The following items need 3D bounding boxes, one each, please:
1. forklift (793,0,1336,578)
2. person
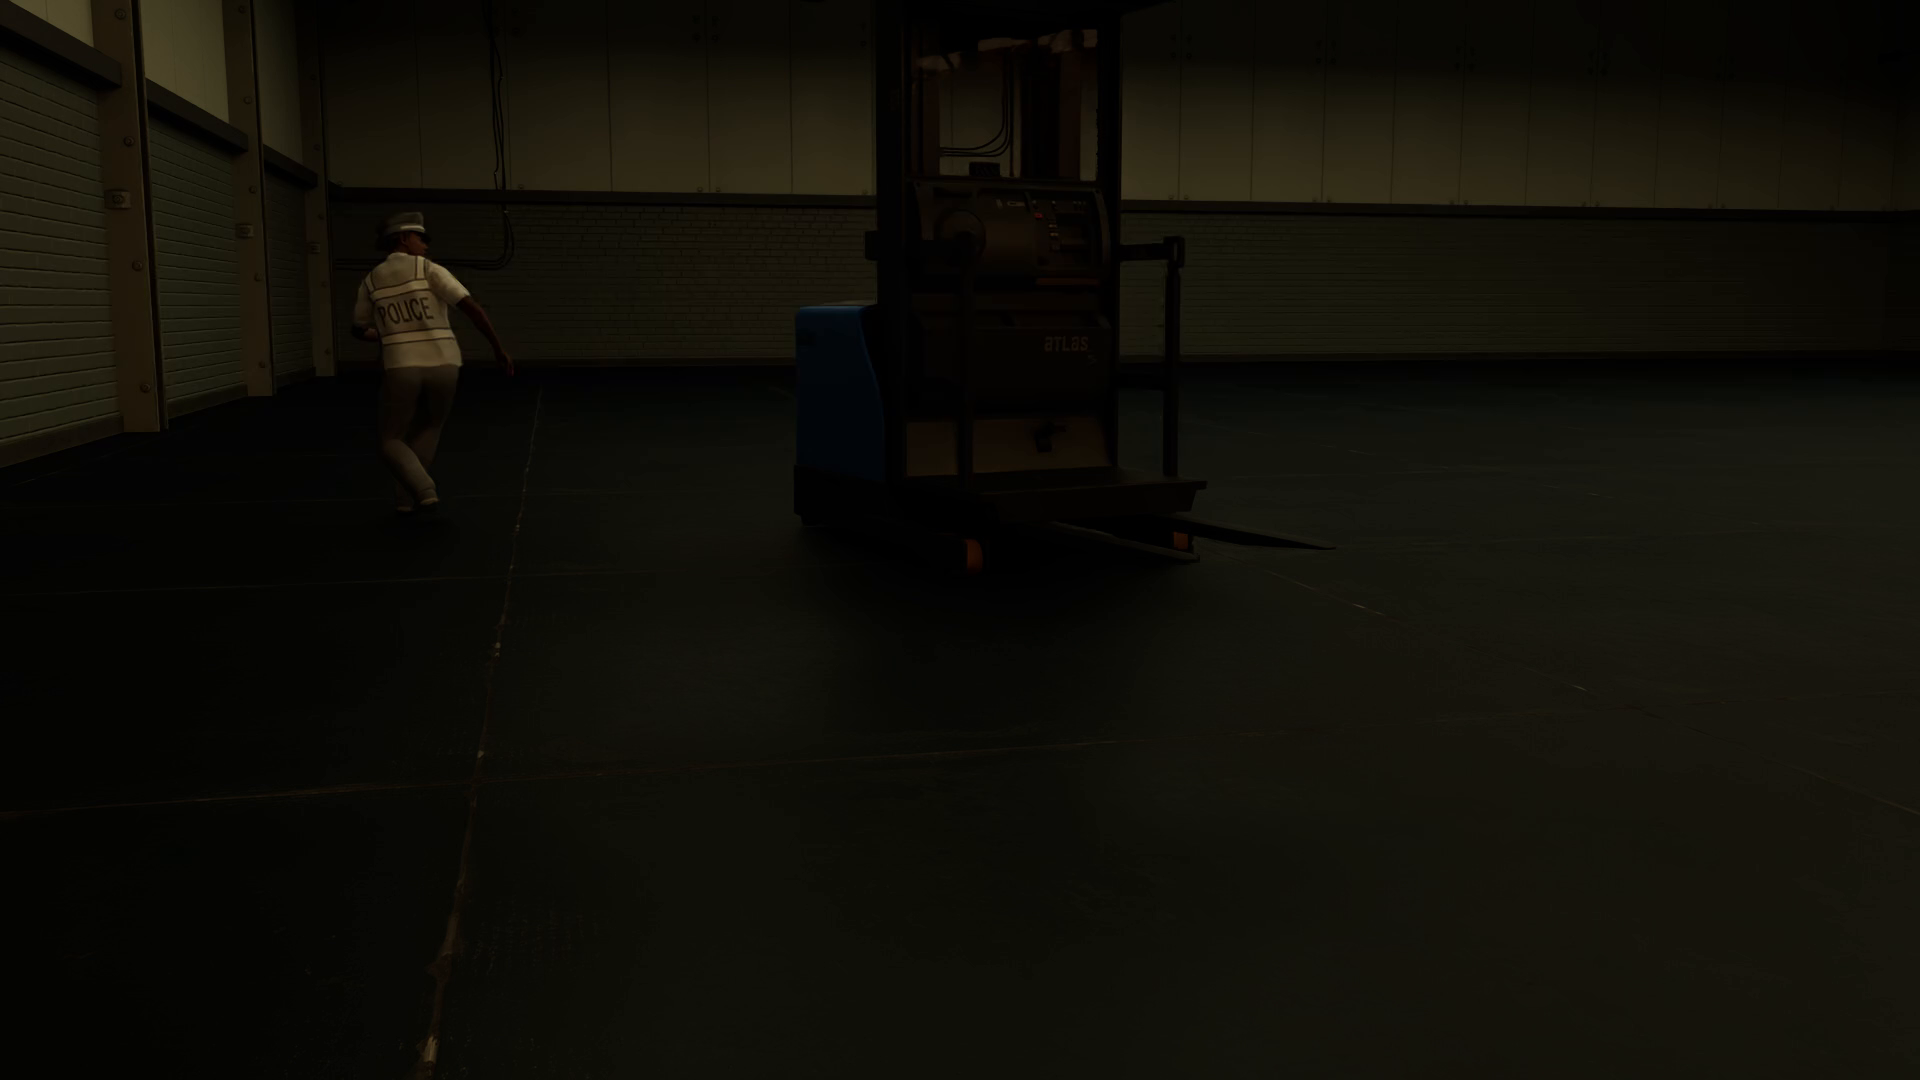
[{"bbox_3d":[0.330,-1.369,6.911,1.130,2.935,3.031,-4,9,-28],"label":"forklift"},{"bbox_3d":[-2.692,-0.877,8.497,0.785,1.547,0.805,-3,8,-18],"label":"person"}]
